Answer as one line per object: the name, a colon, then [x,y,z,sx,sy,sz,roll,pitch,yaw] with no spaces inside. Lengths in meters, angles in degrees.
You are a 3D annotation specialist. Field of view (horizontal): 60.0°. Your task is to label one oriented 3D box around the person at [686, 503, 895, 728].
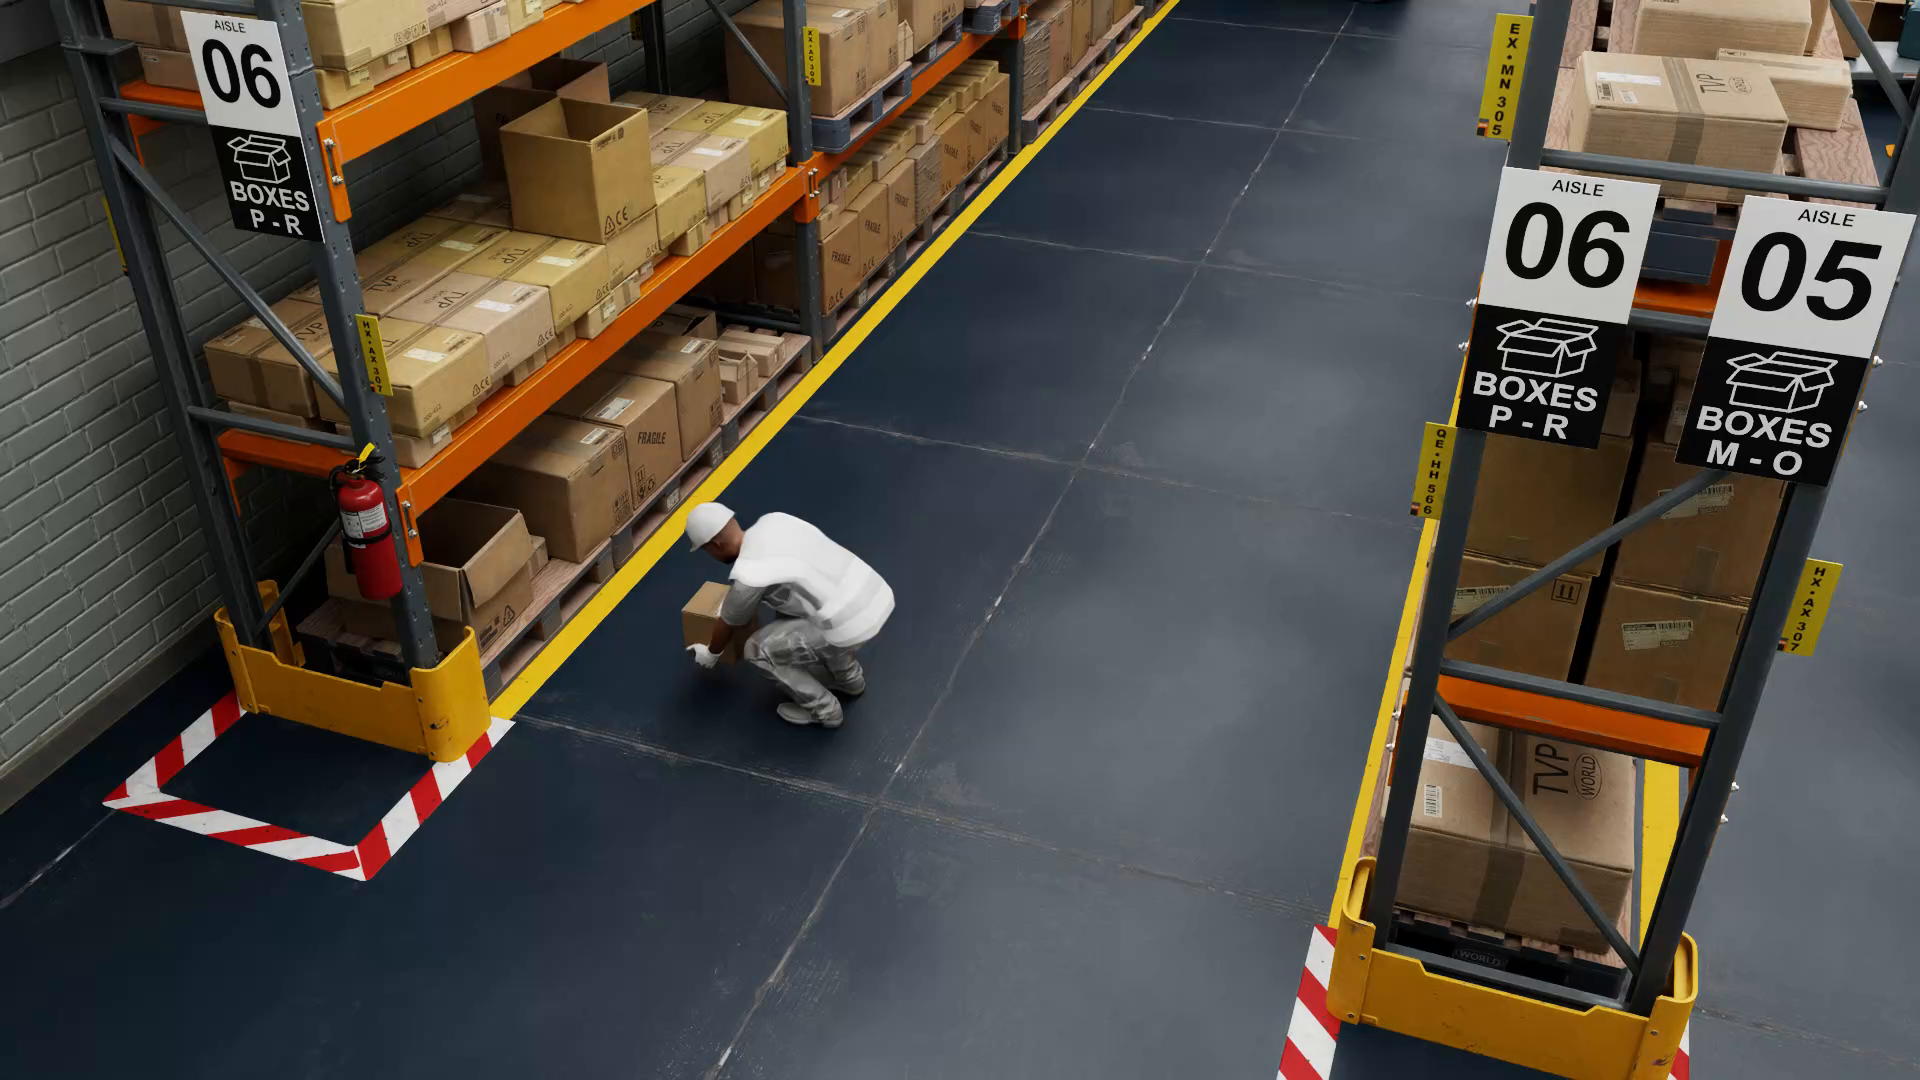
person: [-0.768,0.309,7.372,0.928,1.000,0.556,10,34,15]
